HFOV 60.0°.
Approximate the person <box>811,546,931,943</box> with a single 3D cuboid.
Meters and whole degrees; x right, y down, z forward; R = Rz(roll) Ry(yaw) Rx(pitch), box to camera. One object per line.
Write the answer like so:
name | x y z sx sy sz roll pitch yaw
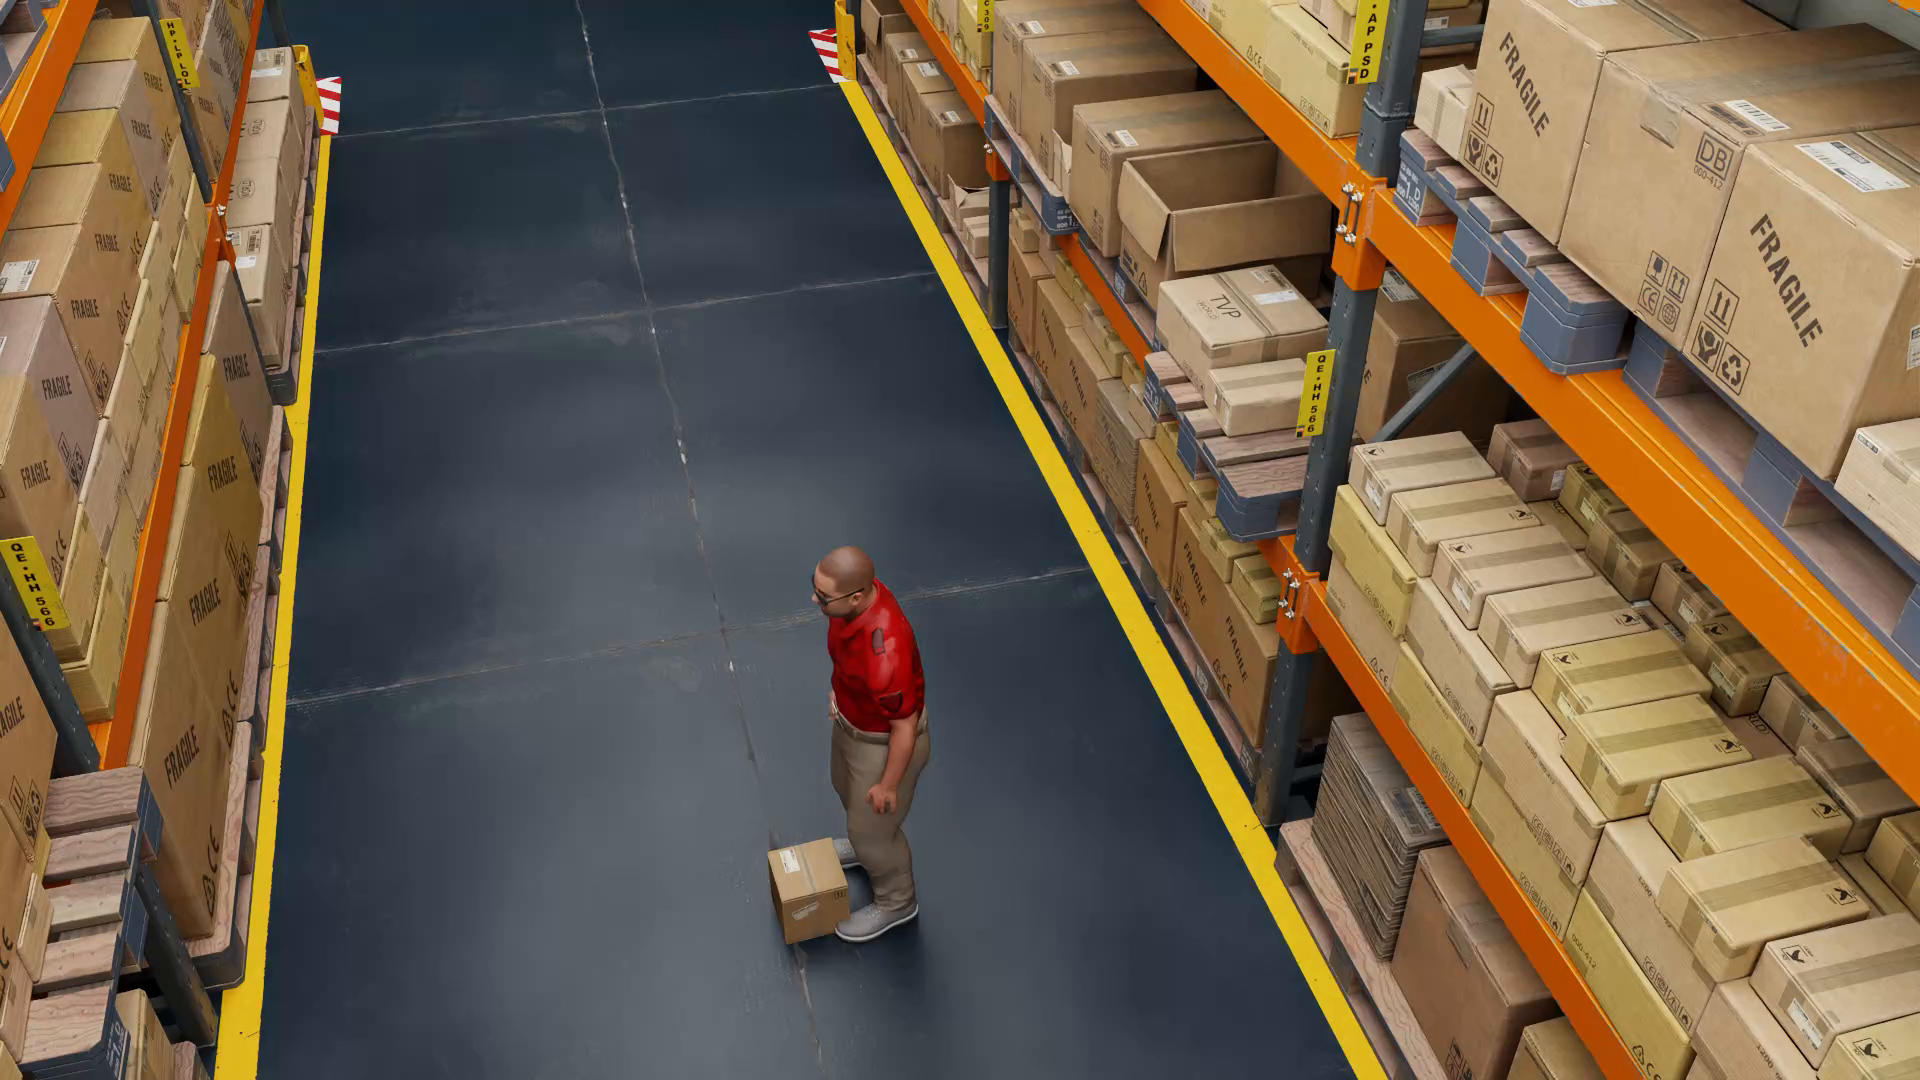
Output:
person | -0.321 0.688 5.845 0.394 1.726 0.604 -12 39 -15
